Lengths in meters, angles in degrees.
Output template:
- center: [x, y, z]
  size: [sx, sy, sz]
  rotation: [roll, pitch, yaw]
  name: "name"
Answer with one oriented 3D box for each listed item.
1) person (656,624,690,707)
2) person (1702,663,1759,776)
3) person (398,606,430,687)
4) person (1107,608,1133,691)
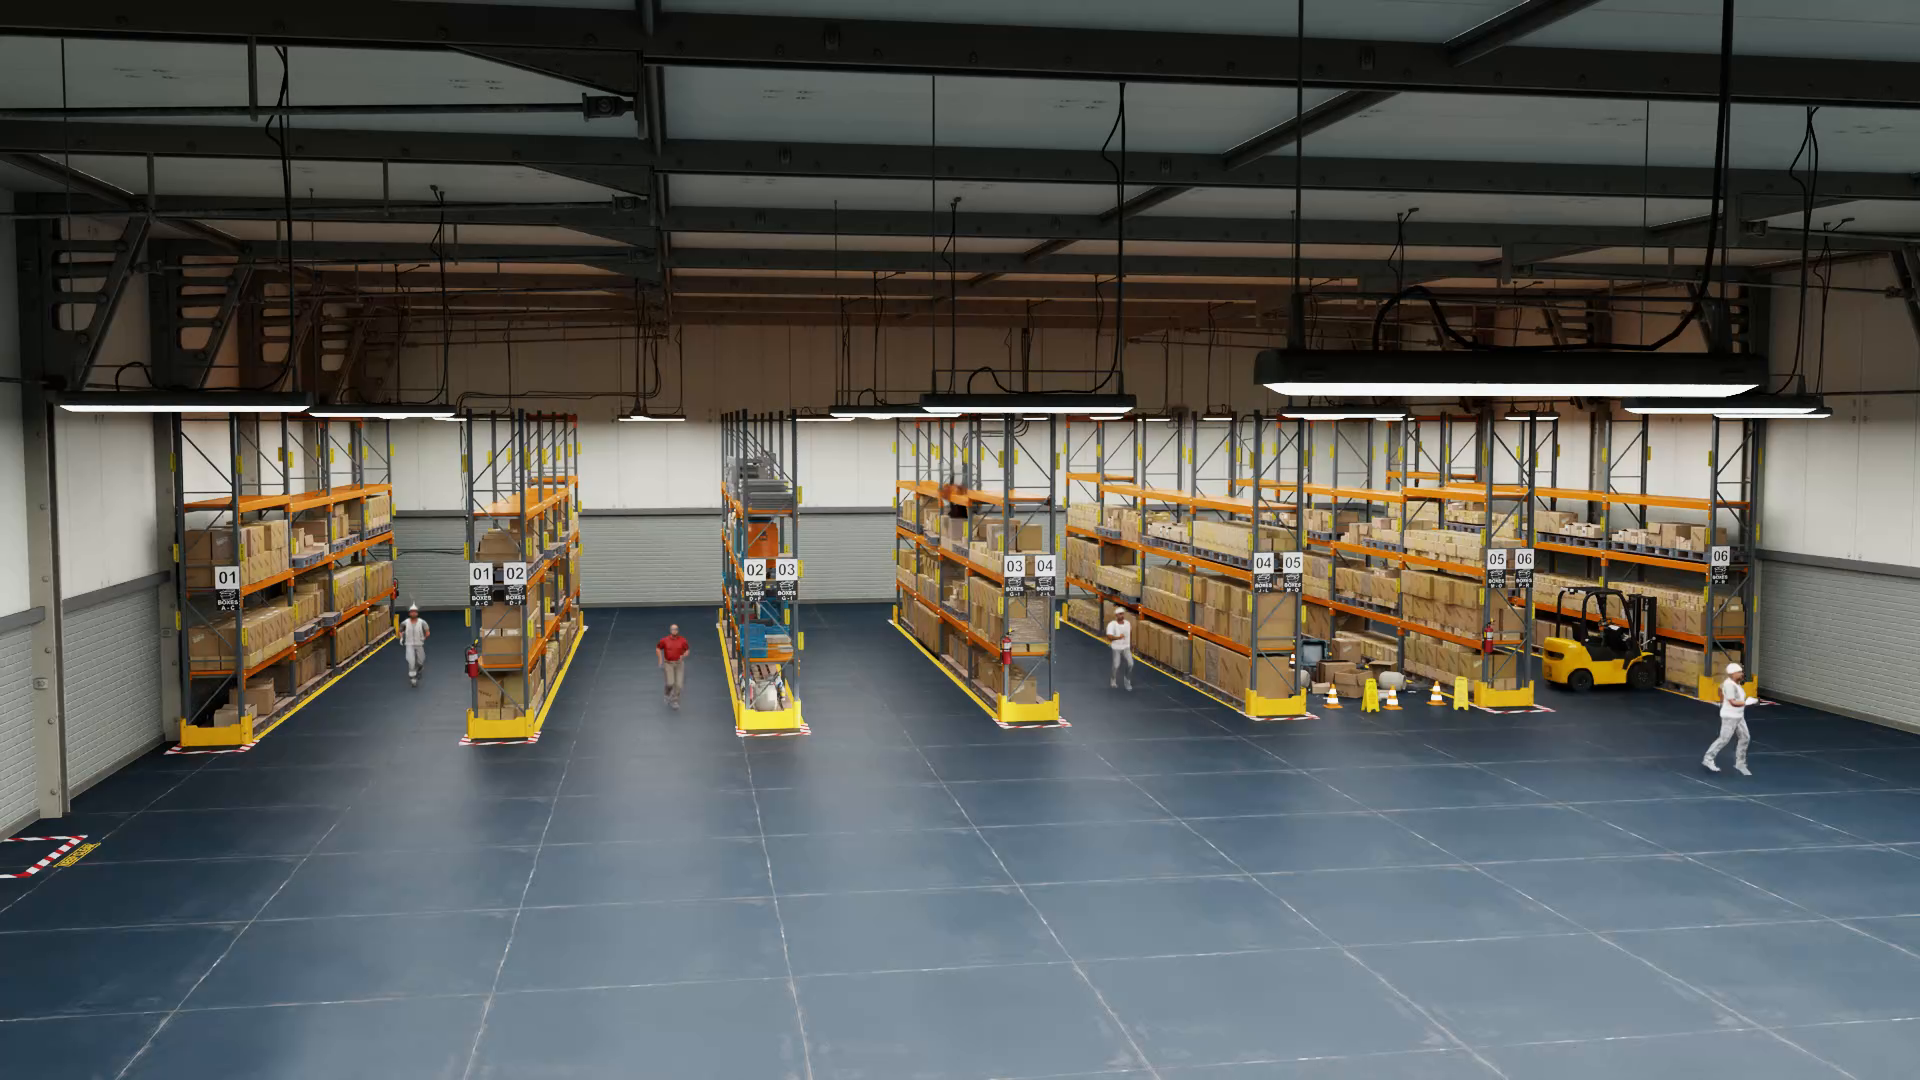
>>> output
- center: [-5.746, 2.542, 33.434]
  size: [0.651, 1.684, 0.602]
  rotation: [-1, 4, -19]
  name: "person"
- center: [12.587, 2.935, 27.143]
  size: [0.821, 1.858, 0.673]
  rotation: [3, 5, 37]
  name: "person"
- center: [-11.937, 2.315, 36.353]
  size: [0.663, 1.748, 0.769]
  rotation: [-1, 4, -20]
  name: "person"
- center: [3.468, 2.357, 35.740]
  size: [0.684, 1.816, 0.731]
  rotation: [-1, 4, -18]
  name: "person"
